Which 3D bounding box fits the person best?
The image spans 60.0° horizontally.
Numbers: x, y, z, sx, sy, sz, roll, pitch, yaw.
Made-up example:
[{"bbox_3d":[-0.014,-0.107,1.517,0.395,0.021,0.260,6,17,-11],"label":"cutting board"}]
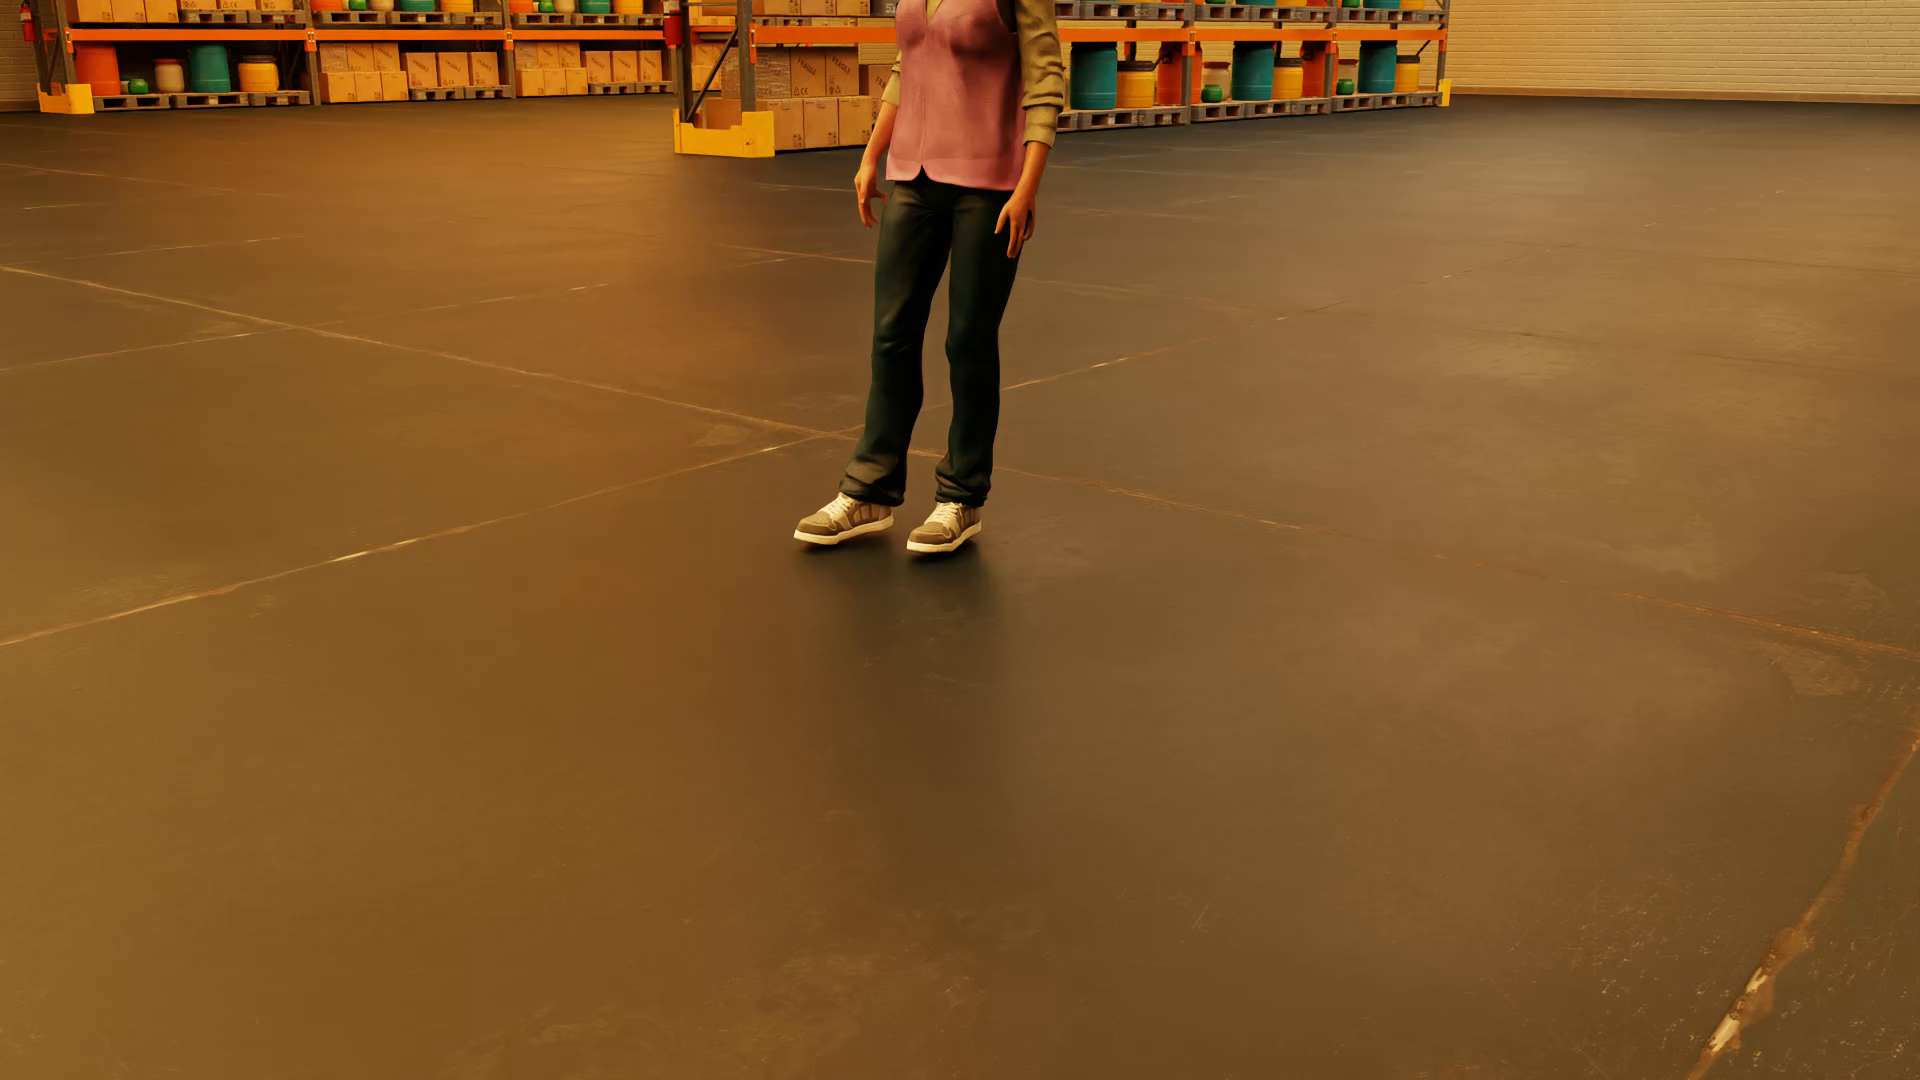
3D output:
[{"bbox_3d":[-0.058,-0.757,3.662,0.520,1.597,0.476,13,21,37],"label":"person"}]
